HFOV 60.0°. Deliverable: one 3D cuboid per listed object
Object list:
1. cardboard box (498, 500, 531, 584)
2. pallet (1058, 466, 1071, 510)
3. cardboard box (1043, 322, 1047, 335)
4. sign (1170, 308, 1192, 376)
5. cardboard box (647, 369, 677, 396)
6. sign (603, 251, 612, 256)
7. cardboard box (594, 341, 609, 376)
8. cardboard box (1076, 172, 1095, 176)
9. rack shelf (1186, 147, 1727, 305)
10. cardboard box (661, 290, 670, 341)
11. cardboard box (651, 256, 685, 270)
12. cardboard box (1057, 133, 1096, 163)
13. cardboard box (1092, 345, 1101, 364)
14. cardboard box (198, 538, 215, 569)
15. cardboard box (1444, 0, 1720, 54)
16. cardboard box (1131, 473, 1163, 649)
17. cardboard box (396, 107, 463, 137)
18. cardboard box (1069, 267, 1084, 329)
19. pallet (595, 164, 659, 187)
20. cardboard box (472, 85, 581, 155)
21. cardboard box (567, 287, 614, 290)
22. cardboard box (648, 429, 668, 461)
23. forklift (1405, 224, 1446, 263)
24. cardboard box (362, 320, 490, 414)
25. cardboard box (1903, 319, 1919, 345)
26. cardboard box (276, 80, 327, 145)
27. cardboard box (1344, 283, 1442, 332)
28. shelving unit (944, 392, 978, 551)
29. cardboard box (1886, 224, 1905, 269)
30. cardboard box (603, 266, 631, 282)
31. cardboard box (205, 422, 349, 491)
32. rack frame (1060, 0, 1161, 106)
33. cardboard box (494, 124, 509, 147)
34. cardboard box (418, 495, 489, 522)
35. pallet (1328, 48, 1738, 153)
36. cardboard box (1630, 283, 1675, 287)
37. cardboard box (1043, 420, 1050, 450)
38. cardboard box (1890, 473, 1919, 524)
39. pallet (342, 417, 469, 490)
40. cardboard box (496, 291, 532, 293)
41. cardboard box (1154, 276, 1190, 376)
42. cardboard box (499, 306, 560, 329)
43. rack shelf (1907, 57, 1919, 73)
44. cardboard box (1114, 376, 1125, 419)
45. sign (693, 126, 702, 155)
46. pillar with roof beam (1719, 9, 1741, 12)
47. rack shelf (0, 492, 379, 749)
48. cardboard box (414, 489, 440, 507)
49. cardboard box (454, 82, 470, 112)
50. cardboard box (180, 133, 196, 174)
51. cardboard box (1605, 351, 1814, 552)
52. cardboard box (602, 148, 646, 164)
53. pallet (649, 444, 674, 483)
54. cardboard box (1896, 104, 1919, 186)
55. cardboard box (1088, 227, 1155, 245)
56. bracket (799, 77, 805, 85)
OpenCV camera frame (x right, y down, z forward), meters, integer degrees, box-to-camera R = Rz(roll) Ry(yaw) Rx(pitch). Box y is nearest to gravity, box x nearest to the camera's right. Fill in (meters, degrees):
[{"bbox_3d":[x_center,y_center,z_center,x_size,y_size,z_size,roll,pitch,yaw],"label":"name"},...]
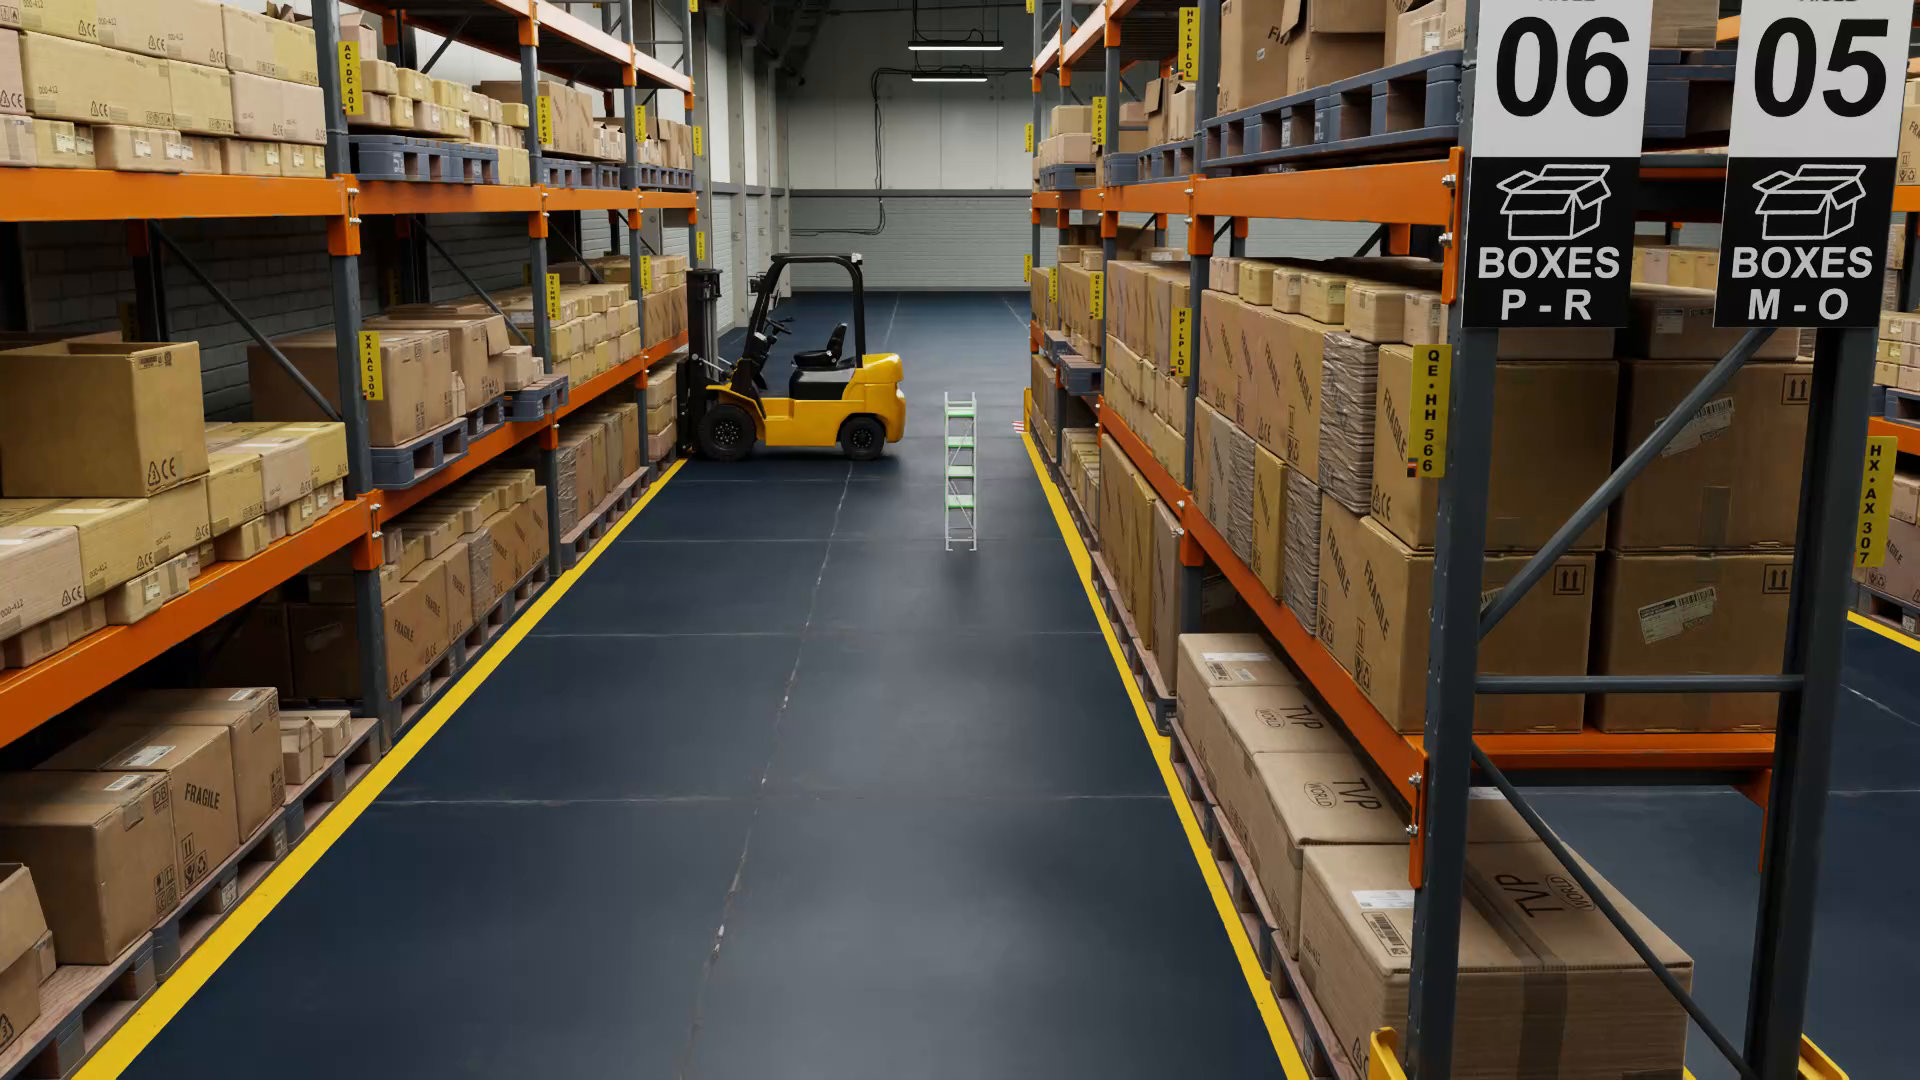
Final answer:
[{"bbox_3d":[-3.216,0.004,11.227,0.500,0.500,0.500,0,11,-2],"label":"cardboard box"},{"bbox_3d":[1.458,-0.493,15.459,1.003,0.211,1.213,0,11,-1],"label":"pallet"},{"bbox_3d":[1.088,-2.258,17.776,0.380,0.149,0.250,0,11,-1],"label":"cardboard box"},{"bbox_3d":[1.064,-0.949,7.978,0.100,0.325,0.005,0,11,-1],"label":"sign"},{"bbox_3d":[-3.240,-1.640,17.441,0.500,0.250,0.500,0,11,1],"label":"cardboard box"},{"bbox_3d":[-4.159,-3.250,19.660,0.100,0.325,0.005,0,11,-1],"label":"sign"},{"bbox_3d":[-3.236,-1.519,13.881,0.500,0.250,0.500,0,11,1],"label":"cardboard box"},{"bbox_3d":[1.162,-3.644,16.060,0.500,0.250,0.500,0,11,-2],"label":"cardboard box"},{"bbox_3d":[1.647,-1.144,5.919,1.077,0.370,4.000,0,11,-1],"label":"rack shelf"},{"bbox_3d":[-3.309,-2.336,17.276,0.500,0.500,0.500,0,11,-2],"label":"cardboard box"},{"bbox_3d":[-3.318,-3.130,18.812,0.380,0.149,0.250,0,11,0],"label":"cardboard box"},{"bbox_3d":[1.096,-3.298,14.049,0.500,0.250,0.500,0,11,-2],"label":"cardboard box"},{"bbox_3d":[1.204,-1.419,12.586,0.380,0.149,0.250,0,11,0],"label":"cardboard box"},{"bbox_3d":[-3.135,0.040,6.448,0.380,0.149,0.250,0,11,0],"label":"cardboard box"},{"bbox_3d":[1.590,-1.369,4.290,0.500,0.250,0.500,-1,12,-6],"label":"cardboard box"},{"bbox_3d":[1.487,0.109,9.766,0.875,0.875,0.875,0,11,0],"label":"cardboard box"},{"bbox_3d":[-2.985,-2.319,9.227,0.380,0.149,0.250,0,11,0],"label":"cardboard box"},{"bbox_3d":[1.193,-2.021,13.919,0.500,0.500,0.500,-1,11,-3],"label":"cardboard box"},{"bbox_3d":[-3.565,-3.589,16.386,1.003,0.211,1.213,0,11,-1],"label":"pallet"},{"bbox_3d":[-3.321,-3.217,12.768,0.700,0.500,0.500,0,11,-2],"label":"cardboard box"},{"bbox_3d":[-3.317,-2.193,14.942,0.380,0.149,0.250,0,11,-1],"label":"cardboard box"},{"bbox_3d":[-3.201,-0.949,16.552,0.500,0.250,0.500,0,11,-1],"label":"cardboard box"},{"bbox_3d":[3.997,-1.313,12.659,3.031,2.935,1.130,-3,12,-16],"label":"forklift"},{"bbox_3d":[-3.170,-1.014,9.705,0.700,0.500,0.500,0,11,-1],"label":"cardboard box"},{"bbox_3d":[6.307,-1.333,10.663,0.380,0.149,0.250,0,11,1],"label":"cardboard box"},{"bbox_3d":[-3.096,-1.850,7.221,0.500,0.250,0.500,0,11,-1],"label":"cardboard box"},{"bbox_3d":[1.398,-0.708,5.107,0.380,0.149,0.250,0,11,0],"label":"cardboard box"},{"bbox_3d":[0.003,-0.555,13.278,0.258,1.200,0.503,0,11,-1],"label":"shelving unit"},{"bbox_3d":[11.005,-3.425,19.381,0.500,0.500,0.500,0,11,-1],"label":"cardboard box"},{"bbox_3d":[-3.232,-2.571,16.054,0.380,0.149,0.250,0,11,0],"label":"cardboard box"},{"bbox_3d":[-3.102,-0.375,7.493,0.500,0.250,0.500,0,11,0],"label":"cardboard box"},{"bbox_3d":[1.441,-4.955,15.348,1.000,3.000,0.127,0,11,-1],"label":"rack frame"},{"bbox_3d":[-3.205,-2.669,11.001,0.380,0.149,0.250,-1,11,-2],"label":"cardboard box"},{"bbox_3d":[-3.212,-0.191,10.555,0.380,0.149,0.250,0,11,-2],"label":"cardboard box"},{"bbox_3d":[1.663,-1.203,4.624,1.003,0.211,1.213,0,11,-1],"label":"pallet"},{"bbox_3d":[1.967,-0.714,5.136,0.380,0.149,0.250,-1,11,-3],"label":"cardboard box"},{"bbox_3d":[1.139,-1.095,17.271,0.500,0.250,0.500,-1,11,-3],"label":"cardboard box"},{"bbox_3d":[6.250,-0.271,10.694,0.500,0.250,0.500,0,11,-1],"label":"cardboard box"},{"bbox_3d":[-3.264,-0.468,8.806,1.003,0.211,1.213,0,11,-1],"label":"pallet"},{"bbox_3d":[-3.755,-2.036,14.167,0.380,0.149,0.250,0,11,-2],"label":"cardboard box"},{"bbox_3d":[1.328,-1.154,8.936,0.500,0.500,0.500,0,11,0],"label":"cardboard box"},{"bbox_3d":[-3.151,-1.630,12.165,0.380,0.149,0.250,0,11,1],"label":"cardboard box"},{"bbox_3d":[11.307,-5.039,17.580,1.077,0.370,4.000,0,11,-1],"label":"rack shelf"},{"bbox_3d":[1.310,-0.946,11.053,0.500,0.250,0.500,-1,11,-3],"label":"cardboard box"},{"bbox_3d":[-3.062,-4.653,19.378,0.100,0.325,0.005,0,11,-1],"label":"sign"},{"bbox_3d":[22.078,-11.662,48.408,9.100,9.000,0.548,0,11,-1],"label":"pillar with roof beam"},{"bbox_3d":[-3.315,0.347,6.113,1.077,0.370,4.000,0,11,-1],"label":"rack shelf"},{"bbox_3d":[-3.676,-0.290,11.043,0.380,0.149,0.250,0,11,0],"label":"cardboard box"},{"bbox_3d":[-3.015,-2.518,9.456,0.380,0.149,0.250,0,11,-1],"label":"cardboard box"},{"bbox_3d":[-3.067,-1.425,6.129,0.380,0.149,0.250,0,11,-1],"label":"cardboard box"},{"bbox_3d":[1.964,-0.265,4.553,0.500,0.500,0.500,0,11,-2],"label":"cardboard box"},{"bbox_3d":[-3.227,-3.686,15.961,0.380,0.149,0.250,0,11,0],"label":"cardboard box"},{"bbox_3d":[-3.496,-0.785,16.897,1.003,0.211,1.213,0,11,-1],"label":"pallet"},{"bbox_3d":[6.249,-2.465,10.372,0.500,0.500,0.500,0,11,-1],"label":"cardboard box"},{"bbox_3d":[1.660,-2.889,16.742,0.700,0.500,0.500,0,11,-1],"label":"cardboard box"},{"bbox_3d":[-4.814,-13.869,50.235,0.235,0.232,0.430,0,11,-1],"label":"bracket"}]
